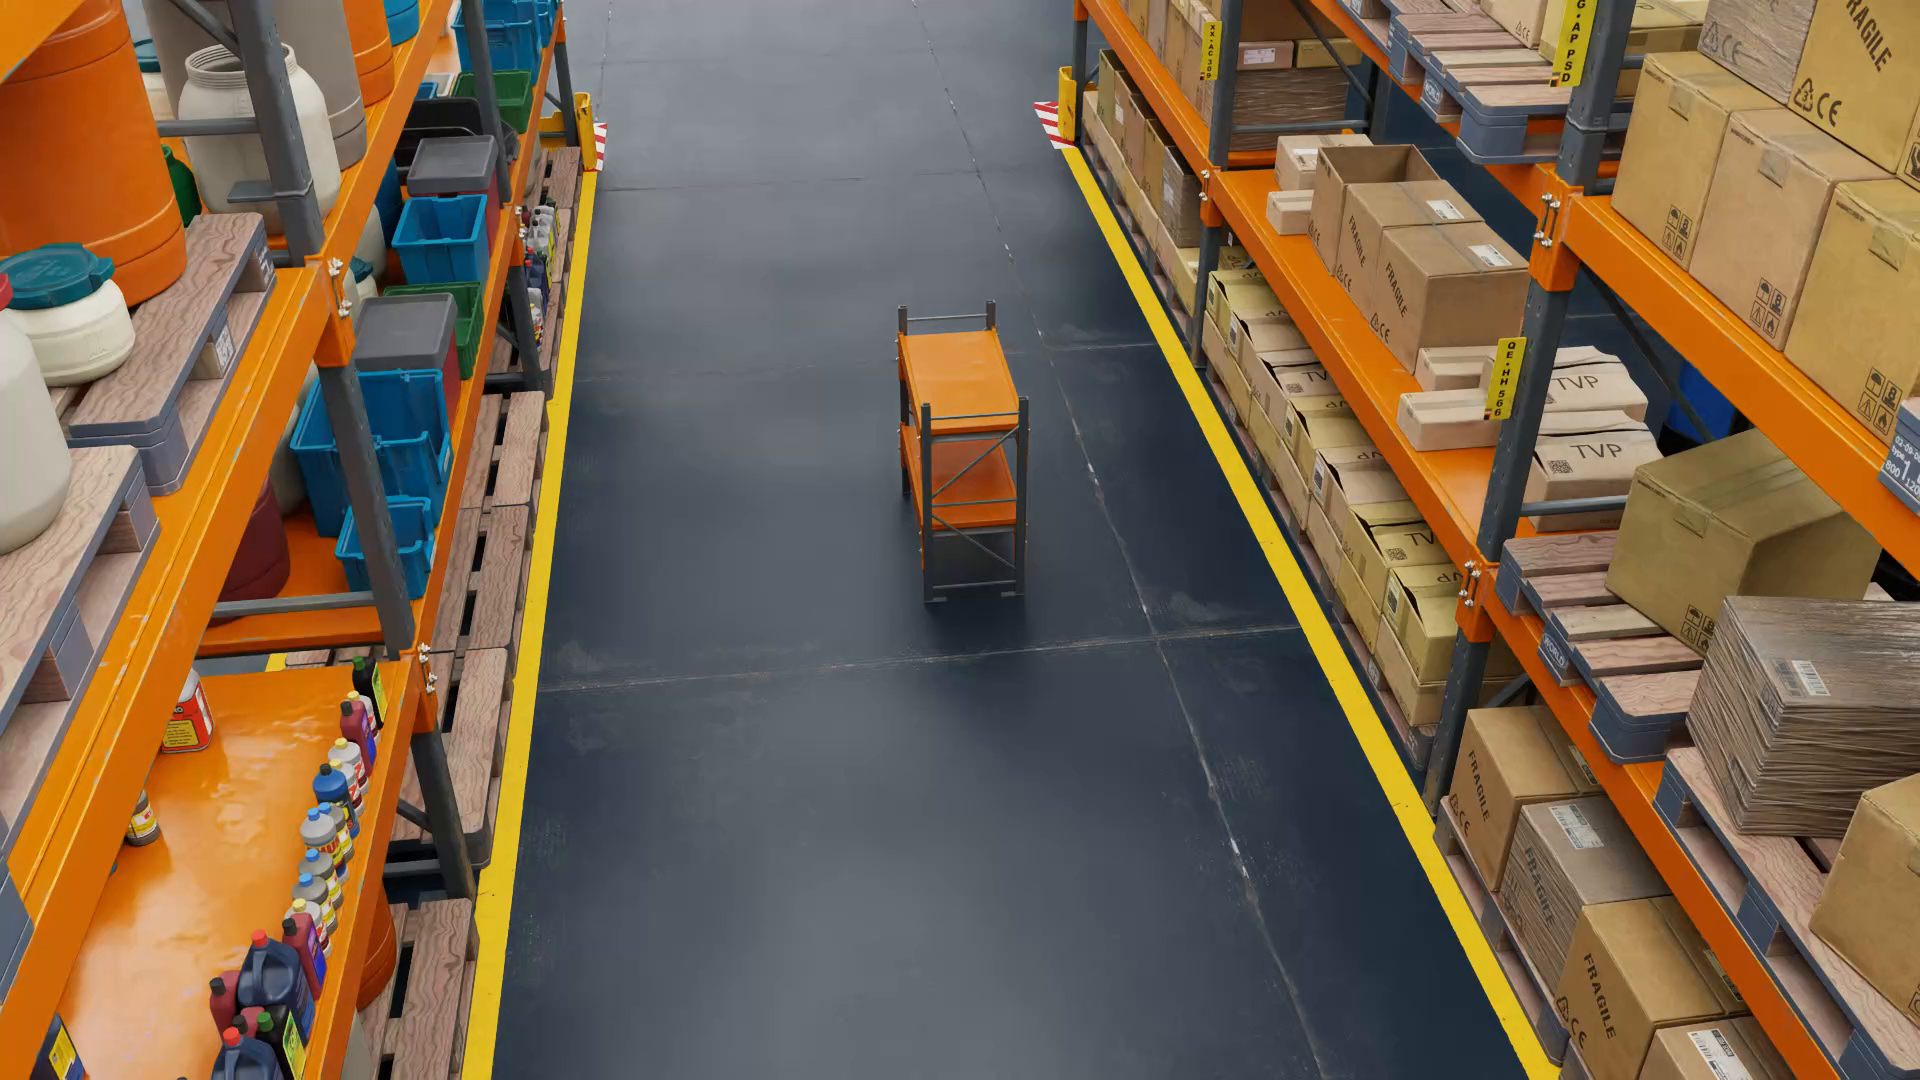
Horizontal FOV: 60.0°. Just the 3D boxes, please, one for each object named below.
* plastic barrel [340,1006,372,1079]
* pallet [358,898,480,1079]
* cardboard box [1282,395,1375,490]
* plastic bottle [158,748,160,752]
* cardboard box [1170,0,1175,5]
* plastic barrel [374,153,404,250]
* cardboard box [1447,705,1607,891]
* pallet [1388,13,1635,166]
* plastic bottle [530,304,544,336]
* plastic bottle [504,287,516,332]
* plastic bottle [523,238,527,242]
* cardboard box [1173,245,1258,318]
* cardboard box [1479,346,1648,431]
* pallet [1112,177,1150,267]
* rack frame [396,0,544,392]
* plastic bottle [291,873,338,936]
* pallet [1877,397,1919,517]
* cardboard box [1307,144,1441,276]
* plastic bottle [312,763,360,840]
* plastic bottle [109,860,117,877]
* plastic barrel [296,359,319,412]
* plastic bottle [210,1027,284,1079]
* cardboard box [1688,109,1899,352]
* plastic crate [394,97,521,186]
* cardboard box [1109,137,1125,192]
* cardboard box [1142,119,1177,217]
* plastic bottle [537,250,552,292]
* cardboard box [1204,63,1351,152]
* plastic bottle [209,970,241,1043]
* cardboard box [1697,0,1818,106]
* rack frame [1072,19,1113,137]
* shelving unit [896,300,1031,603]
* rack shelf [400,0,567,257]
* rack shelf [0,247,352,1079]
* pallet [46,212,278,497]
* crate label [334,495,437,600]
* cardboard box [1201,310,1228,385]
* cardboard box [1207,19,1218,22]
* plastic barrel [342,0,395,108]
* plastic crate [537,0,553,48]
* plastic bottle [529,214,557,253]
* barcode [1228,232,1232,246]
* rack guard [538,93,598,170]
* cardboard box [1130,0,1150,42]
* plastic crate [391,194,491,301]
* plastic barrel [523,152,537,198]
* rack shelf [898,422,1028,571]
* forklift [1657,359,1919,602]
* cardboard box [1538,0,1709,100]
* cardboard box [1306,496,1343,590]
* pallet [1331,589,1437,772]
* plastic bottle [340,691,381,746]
[{"bbox_3d":[-2.182,1.673,5.467,0.421,0.512,0.421,0,34,0],"label":"plastic barrel"},{"bbox_3d":[-2.282,1.828,5.880,1.003,0.211,1.213,-4,35,-6],"label":"pallet"},{"bbox_3d":[1.958,-0.528,8.432,0.500,0.311,0.500,-3,34,-5],"label":"cardboard box"},{"bbox_3d":[-2.692,0.556,5.381,0.152,0.276,0.135,-4,35,-6],"label":"plastic bottle"},{"bbox_3d":[1.523,-3.520,10.587,0.380,0.149,0.250,-3,34,-5],"label":"cardboard box"},{"bbox_3d":[-3.216,-1.962,8.520,0.600,0.901,0.708,-4,35,-6],"label":"plastic barrel"},{"bbox_3d":[2.257,0.992,6.459,0.500,0.500,0.500,-3,34,-4],"label":"cardboard box"},{"bbox_3d":[2.299,-1.668,6.038,1.213,0.211,1.003,-3,34,-4],"label":"pallet"},{"bbox_3d":[-2.603,-1.343,10.152,0.097,0.201,0.097,0,34,0],"label":"plastic bottle"},{"bbox_3d":[-2.752,-1.434,10.212,0.061,0.283,0.133,-4,35,-6],"label":"plastic bottle"},{"bbox_3d":[-2.886,-1.914,10.988,0.097,0.201,0.097,0,34,0],"label":"plastic bottle"},{"bbox_3d":[1.662,-1.646,10.570,0.500,0.250,0.500,-4,35,-6],"label":"cardboard box"},{"bbox_3d":[2.551,-0.611,7.063,0.500,0.311,0.500,-5,35,-7],"label":"cardboard box"},{"bbox_3d":[1.709,-2.343,12.001,1.003,0.211,1.213,-4,35,-6],"label":"pallet"},{"bbox_3d":[-2.968,-1.993,9.012,1.000,3.000,0.127,-4,35,-6],"label":"rack frame"},{"bbox_3d":[-1.845,1.035,4.744,0.097,0.201,0.097,0,34,0],"label":"plastic bottle"},{"bbox_3d":[2.857,-0.012,3.607,1.213,0.211,1.003,-4,35,-6],"label":"pallet"},{"bbox_3d":[2.099,-1.684,8.469,0.500,0.500,0.500,-2,34,-3],"label":"cardboard box"},{"bbox_3d":[-1.898,0.789,5.044,0.097,0.271,0.097,0,34,0],"label":"plastic bottle"},{"bbox_3d":[-2.581,0.878,4.912,0.097,0.271,0.097,0,34,0],"label":"plastic bottle"},{"bbox_3d":[-2.836,-0.600,6.868,0.421,0.512,0.421,0,34,0],"label":"plastic barrel"},{"bbox_3d":[-1.776,1.360,4.135,0.144,0.351,0.185,-4,35,-6],"label":"plastic bottle"},{"bbox_3d":[2.640,-0.890,4.640,0.910,0.500,0.500,-4,35,-6],"label":"cardboard box"},{"bbox_3d":[-2.912,-2.270,9.472,0.767,0.338,0.504,-4,35,-6],"label":"plastic crate"},{"bbox_3d":[1.393,-2.762,12.208,0.500,0.250,0.500,-4,35,-6],"label":"cardboard box"},{"bbox_3d":[1.536,-2.515,11.179,0.500,0.500,0.500,-4,35,-6],"label":"cardboard box"},{"bbox_3d":[-2.671,-1.735,10.654,0.061,0.283,0.133,-3,34,-4],"label":"plastic bottle"},{"bbox_3d":[1.875,-2.655,9.893,0.700,0.500,0.500,-5,35,-8],"label":"cardboard box"},{"bbox_3d":[-1.917,1.232,4.382,0.061,0.283,0.133,-4,35,-6],"label":"plastic bottle"},{"bbox_3d":[2.532,-1.584,4.771,0.500,0.500,0.500,-4,35,-6],"label":"cardboard box"},{"bbox_3d":[1.403,-4.599,12.834,1.000,3.000,0.127,-4,35,-6],"label":"rack frame"},{"bbox_3d":[0.001,-0.461,8.428,0.538,1.125,1.048,-4,35,-6],"label":"shelving unit"},{"bbox_3d":[-3.236,-2.812,10.852,1.077,0.370,4.000,-4,35,-6],"label":"rack shelf"},{"bbox_3d":[-2.161,0.413,3.456,1.077,0.370,4.000,-4,35,-6],"label":"rack shelf"},{"bbox_3d":[-2.424,-0.489,4.307,1.003,0.211,1.213,-4,35,-6],"label":"pallet"},{"bbox_3d":[-2.115,0.044,6.170,0.303,0.233,0.416,-4,35,-6],"label":"crate label"},{"bbox_3d":[1.750,-1.160,9.857,0.500,0.250,0.500,-5,35,-8],"label":"cardboard box"},{"bbox_3d":[1.661,-2.949,9.750,0.380,0.149,0.250,-5,35,-7],"label":"cardboard box"},{"bbox_3d":[-2.413,-2.018,6.003,0.600,0.830,0.708,-4,35,-6],"label":"plastic barrel"},{"bbox_3d":[-3.060,-3.545,11.420,0.499,0.251,0.408,-4,35,-6],"label":"plastic crate"},{"bbox_3d":[-2.799,-2.070,11.152,0.152,0.276,0.135,-5,35,-8],"label":"plastic bottle"},{"bbox_3d":[1.563,-1.738,9.613,0.001,0.075,0.075,-4,35,-6],"label":"barcode"},{"bbox_3d":[-3.449,-3.154,12.934,1.175,0.500,0.348,-4,35,-6],"label":"rack guard"},{"bbox_3d":[1.590,-3.808,11.586,0.700,0.500,0.500,-4,34,-6],"label":"cardboard box"},{"bbox_3d":[-2.511,-1.395,8.147,0.392,0.384,0.575,-4,35,-6],"label":"plastic crate"},{"bbox_3d":[-3.274,-2.730,11.928,0.421,0.512,0.421,0,34,0],"label":"plastic barrel"},{"bbox_3d":[0.001,-0.259,8.565,0.538,0.278,1.000,-4,35,-6],"label":"rack shelf"},{"bbox_3d":[5.103,-1.059,7.701,1.130,2.935,3.031,-20,39,-27],"label":"forklift"},{"bbox_3d":[2.362,-1.734,5.728,0.500,0.250,0.500,-7,35,-10],"label":"cardboard box"},{"bbox_3d":[2.029,-0.015,8.177,0.500,0.250,0.500,-4,34,-5],"label":"cardboard box"},{"bbox_3d":[2.407,0.556,7.747,1.003,0.211,1.213,-4,35,-6],"label":"pallet"},{"bbox_3d":[-1.955,0.580,5.412,0.097,0.201,0.097,0,34,0],"label":"plastic bottle"}]
